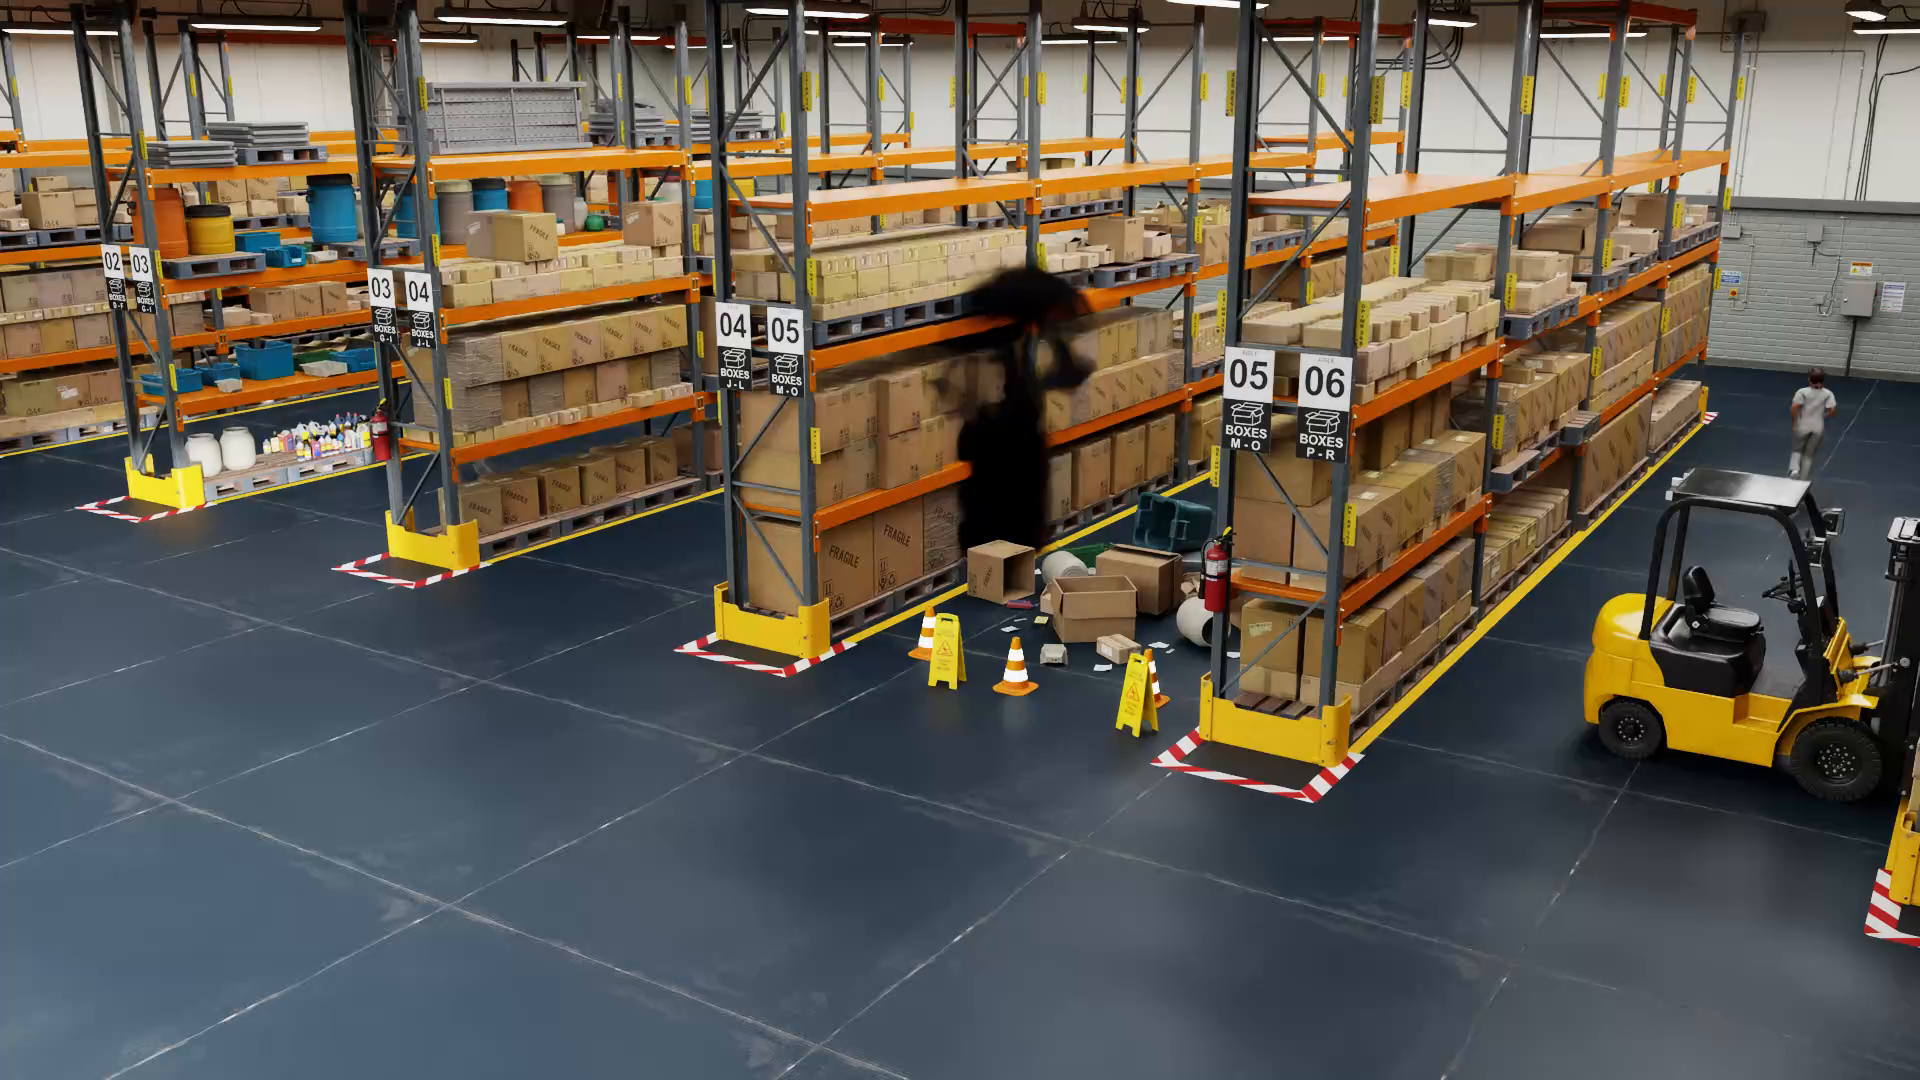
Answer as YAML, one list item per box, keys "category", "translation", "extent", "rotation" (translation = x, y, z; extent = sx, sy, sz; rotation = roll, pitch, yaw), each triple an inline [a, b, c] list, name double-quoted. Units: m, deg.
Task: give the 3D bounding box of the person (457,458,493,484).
- category: "person"
  translation: [-6.075, -1.204, 20.505]
  extent: [0.533, 1.733, 0.833]
  rotation: [7, 17, 24]

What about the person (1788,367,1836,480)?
- category: "person"
  translation: [10.802, -1.384, 21.161]
  extent: [0.553, 1.639, 0.583]
  rotation: [5, 16, 18]
